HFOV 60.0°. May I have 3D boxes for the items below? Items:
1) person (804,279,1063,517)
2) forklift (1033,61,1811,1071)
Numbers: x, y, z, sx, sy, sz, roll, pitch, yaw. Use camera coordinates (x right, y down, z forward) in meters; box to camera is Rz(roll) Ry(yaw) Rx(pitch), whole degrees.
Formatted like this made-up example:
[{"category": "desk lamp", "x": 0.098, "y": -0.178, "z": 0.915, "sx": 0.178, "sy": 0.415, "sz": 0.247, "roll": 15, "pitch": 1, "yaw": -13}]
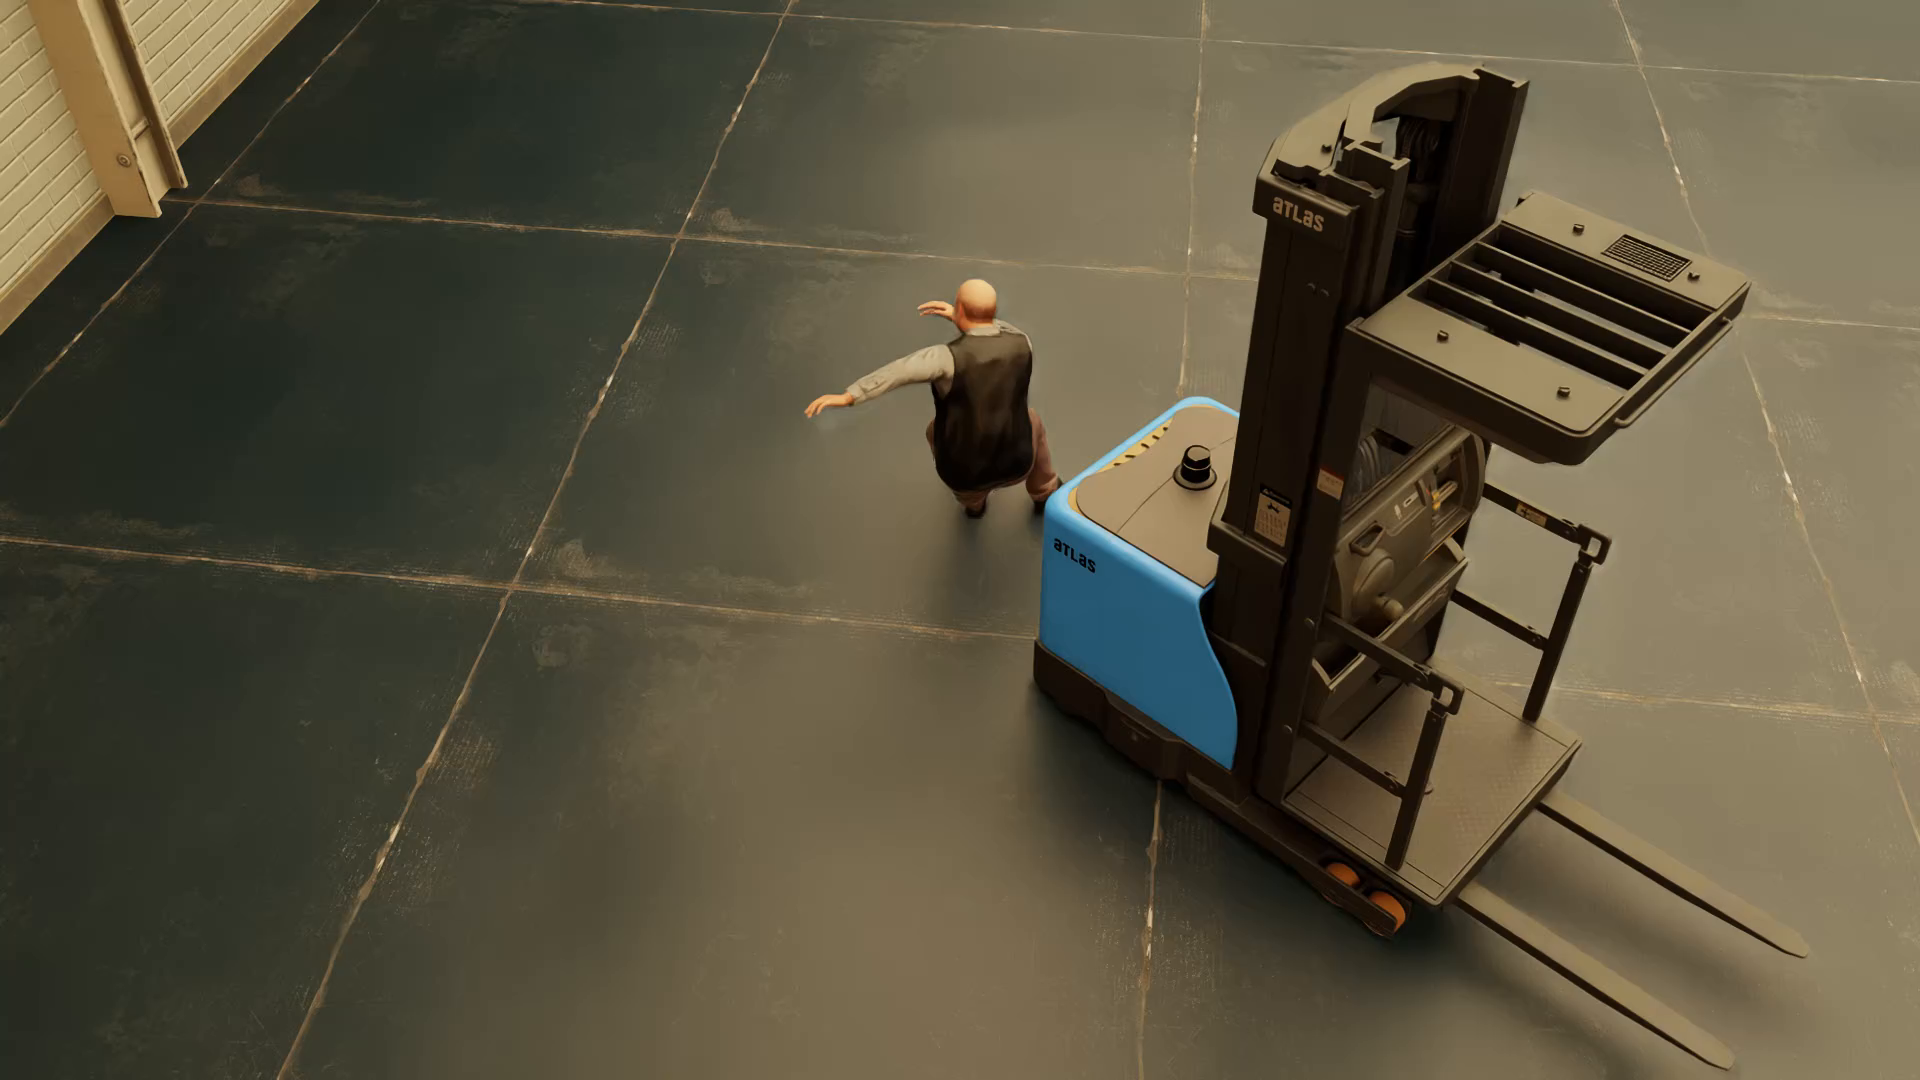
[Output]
[{"category": "person", "x": -0.071, "y": -0.491, "z": 7.421, "sx": 1.376, "sy": 1.401, "sz": 0.733, "roll": -13, "pitch": 44, "yaw": -14}, {"category": "forklift", "x": 1.729, "y": 0.006, "z": 5.718, "sx": 3.031, "sy": 2.935, "sz": 1.130, "roll": 33, "pitch": 52, "yaw": 31}]
